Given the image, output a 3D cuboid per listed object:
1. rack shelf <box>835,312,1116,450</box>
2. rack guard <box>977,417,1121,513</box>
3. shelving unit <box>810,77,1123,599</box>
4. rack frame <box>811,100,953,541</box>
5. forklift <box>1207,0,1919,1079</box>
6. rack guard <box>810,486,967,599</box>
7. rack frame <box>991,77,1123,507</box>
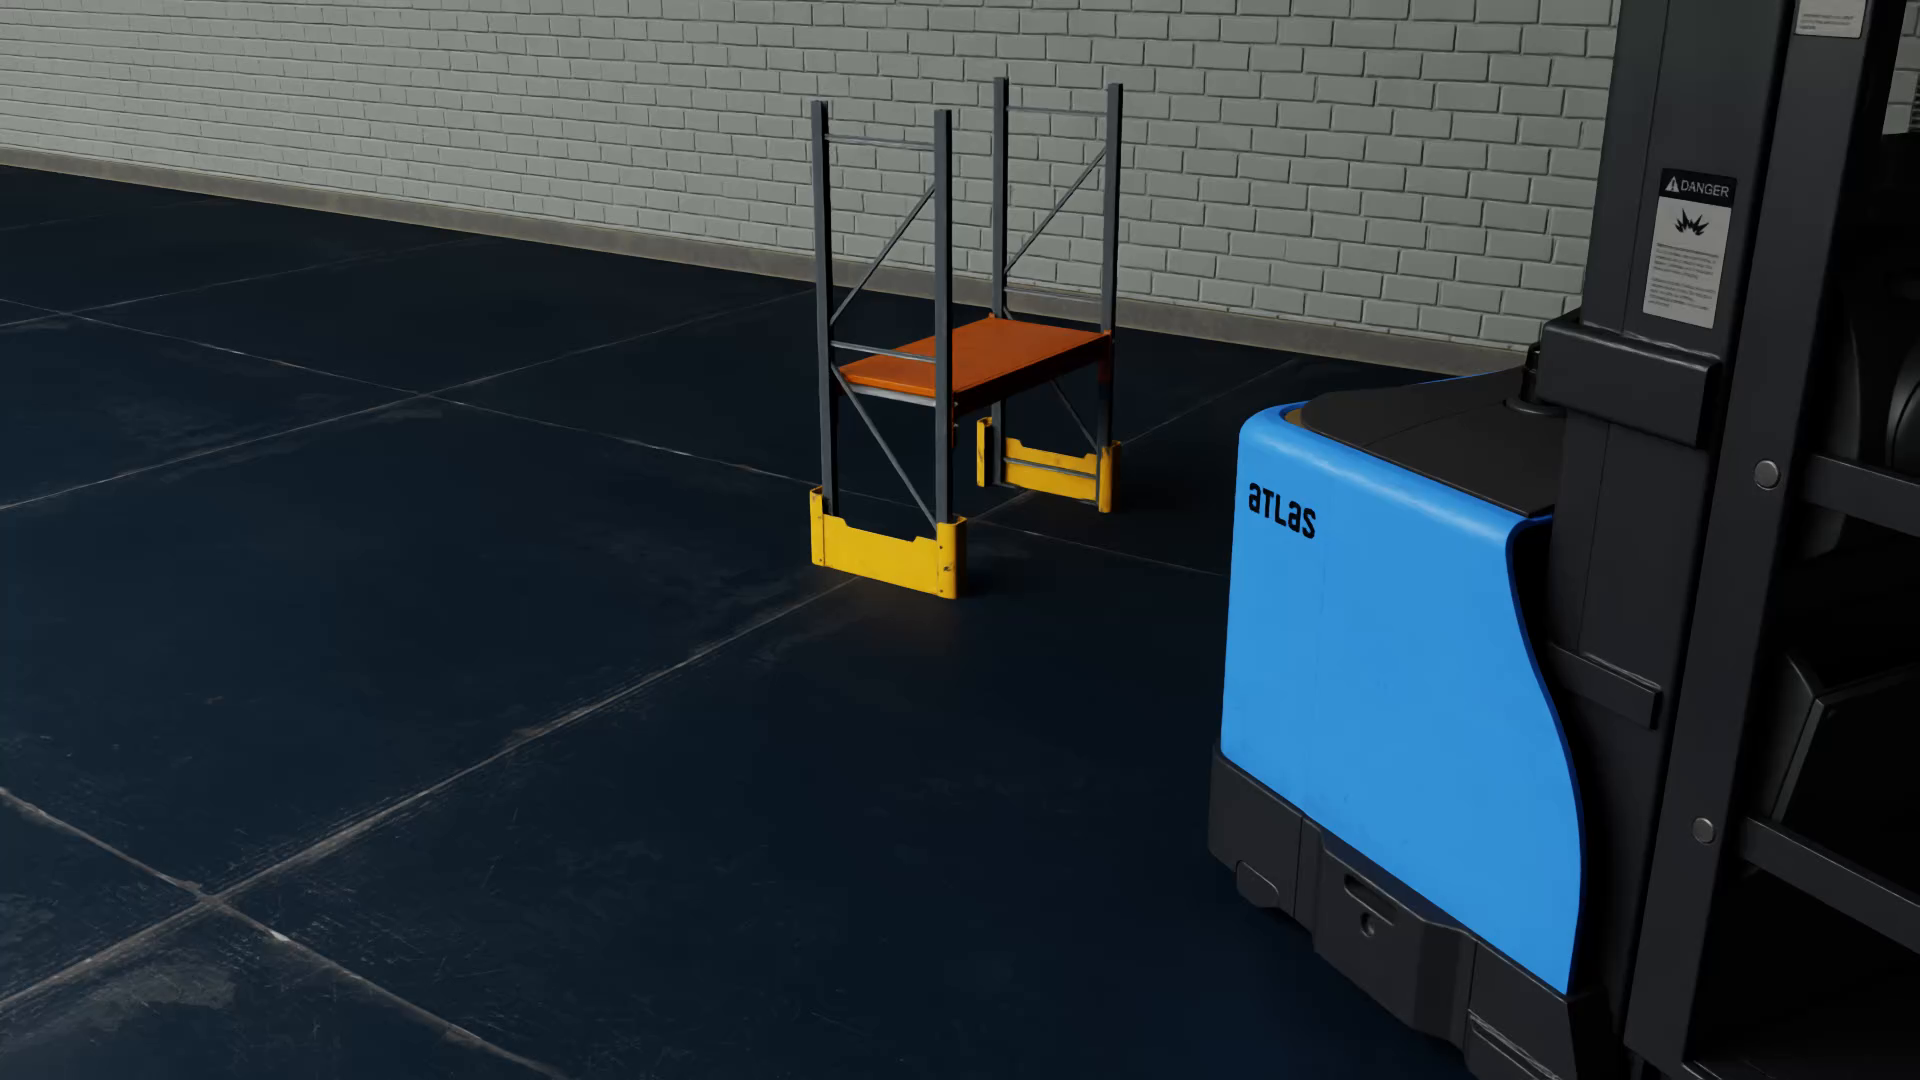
[{"bbox_3d":[0.048,-0.559,5.633,0.538,0.185,1.000,13,24,32],"label":"rack shelf"},{"bbox_3d":[0.323,-0.282,6.167,0.587,0.250,0.087,13,24,32],"label":"rack guard"},{"bbox_3d":[0.043,-0.725,5.564,0.587,1.500,1.083,13,24,32],"label":"shelving unit"},{"bbox_3d":[-0.238,-0.582,5.177,0.500,1.500,0.032,13,24,32],"label":"rack frame"},{"bbox_3d":[1.681,-0.258,2.238,1.130,2.935,3.031,-10,23,-26],"label":"forklift"},{"bbox_3d":[-0.237,0.004,5.394,0.587,0.250,0.087,13,24,32],"label":"rack guard"},{"bbox_3d":[0.334,-0.874,5.965,0.500,1.500,0.032,13,24,32],"label":"rack frame"}]
